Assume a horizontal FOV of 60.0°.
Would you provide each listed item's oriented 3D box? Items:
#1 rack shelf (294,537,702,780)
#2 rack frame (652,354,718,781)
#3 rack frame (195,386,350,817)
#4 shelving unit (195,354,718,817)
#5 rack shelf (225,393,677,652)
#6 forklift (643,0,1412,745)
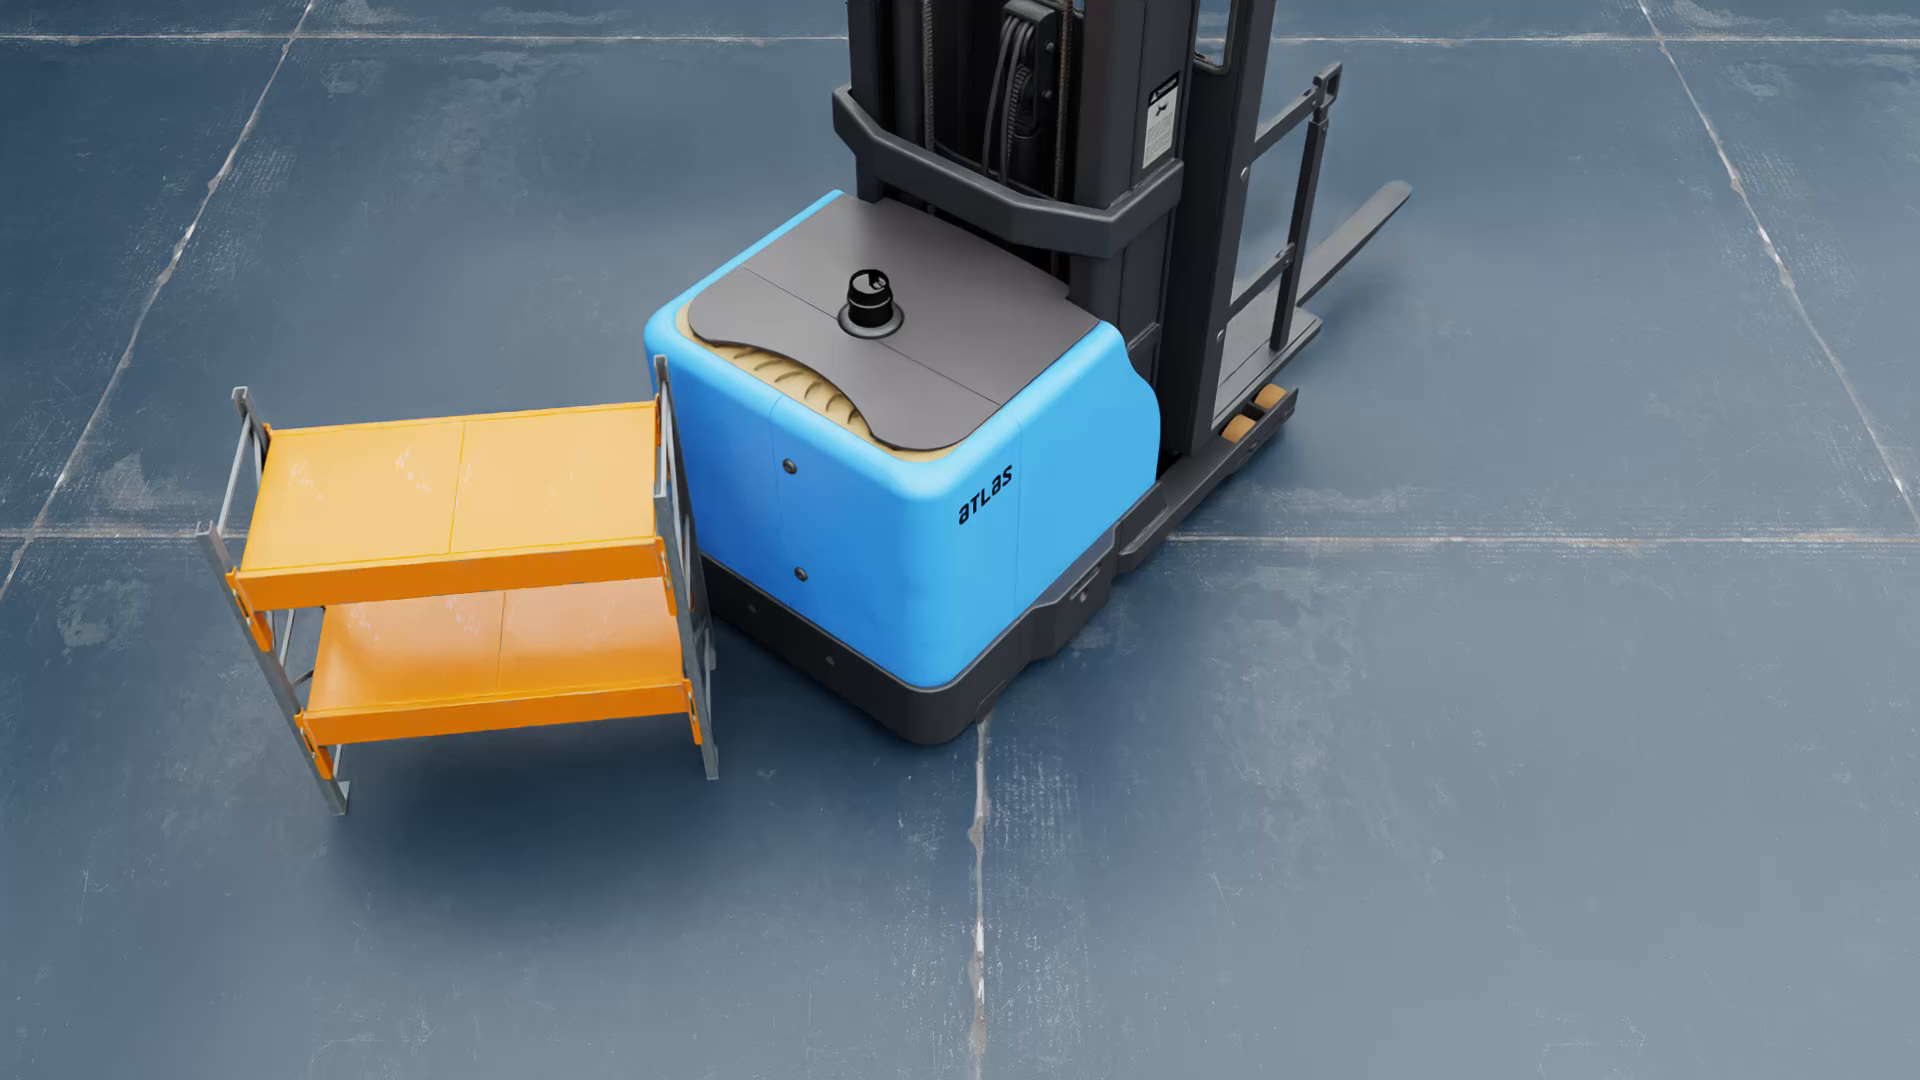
[{"bbox_3d":[-1.222,0.313,4.524,1.000,0.278,0.538,-5,47,-5],"label":"rack shelf"},{"bbox_3d":[-0.717,0.103,4.385,0.032,1.125,0.500,-5,47,-5],"label":"rack frame"},{"bbox_3d":[-1.727,0.190,4.305,0.032,1.125,0.500,-5,47,-5],"label":"rack frame"},{"bbox_3d":[-1.222,0.147,4.345,1.048,1.125,0.538,-5,47,-5],"label":"shelving unit"},{"bbox_3d":[-1.222,-0.053,4.131,1.000,0.278,0.538,-5,47,-5],"label":"rack shelf"},{"bbox_3d":[0.471,-1.452,4.599,1.130,2.935,3.031,30,54,25],"label":"forklift"}]
